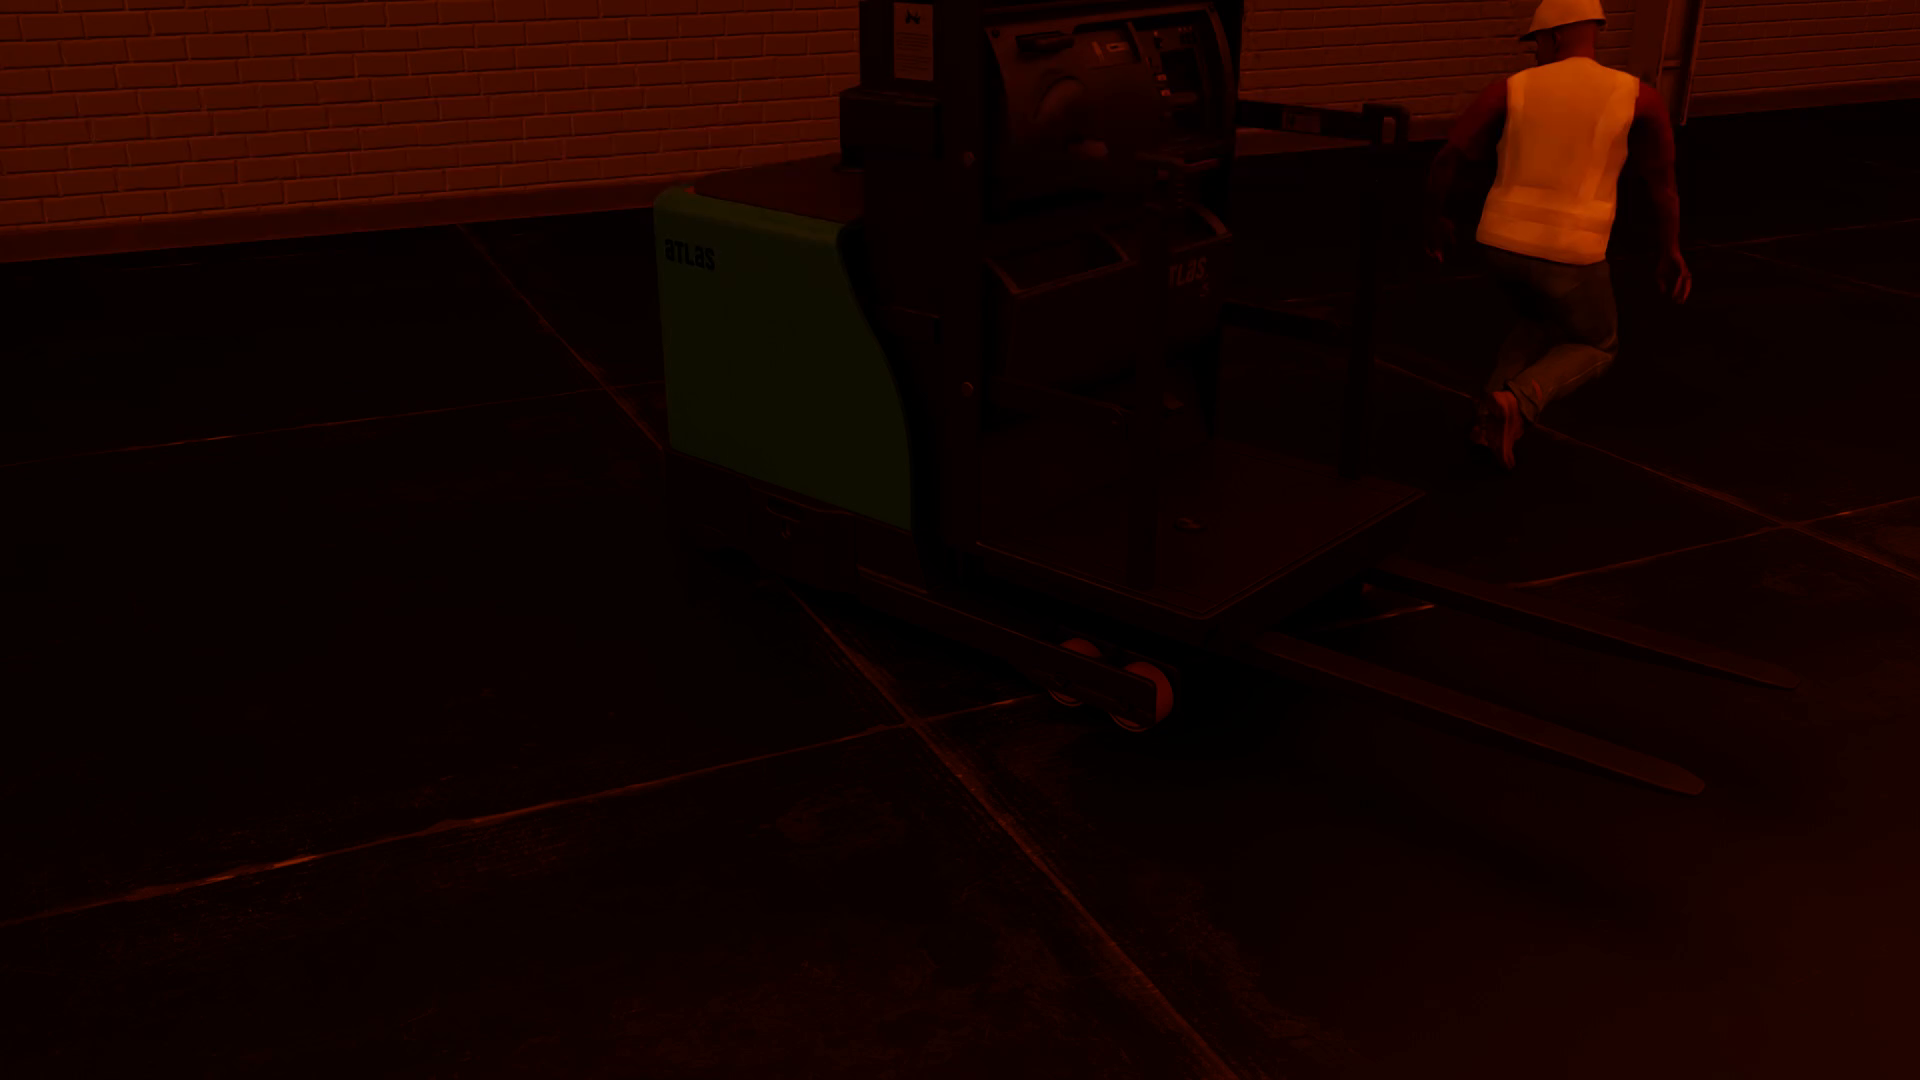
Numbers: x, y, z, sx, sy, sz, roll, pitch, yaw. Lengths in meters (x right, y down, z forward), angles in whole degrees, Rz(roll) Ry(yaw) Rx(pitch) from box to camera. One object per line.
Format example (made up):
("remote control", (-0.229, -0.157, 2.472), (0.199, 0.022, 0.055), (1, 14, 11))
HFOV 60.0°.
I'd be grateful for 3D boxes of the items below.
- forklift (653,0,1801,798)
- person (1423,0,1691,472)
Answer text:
("forklift", (0.550, -1.120, 3.981), (3.031, 2.935, 1.130), (19, 29, 38))
("person", (1.962, -1.025, 5.577), (0.873, 1.556, 0.647), (19, 29, 38))
